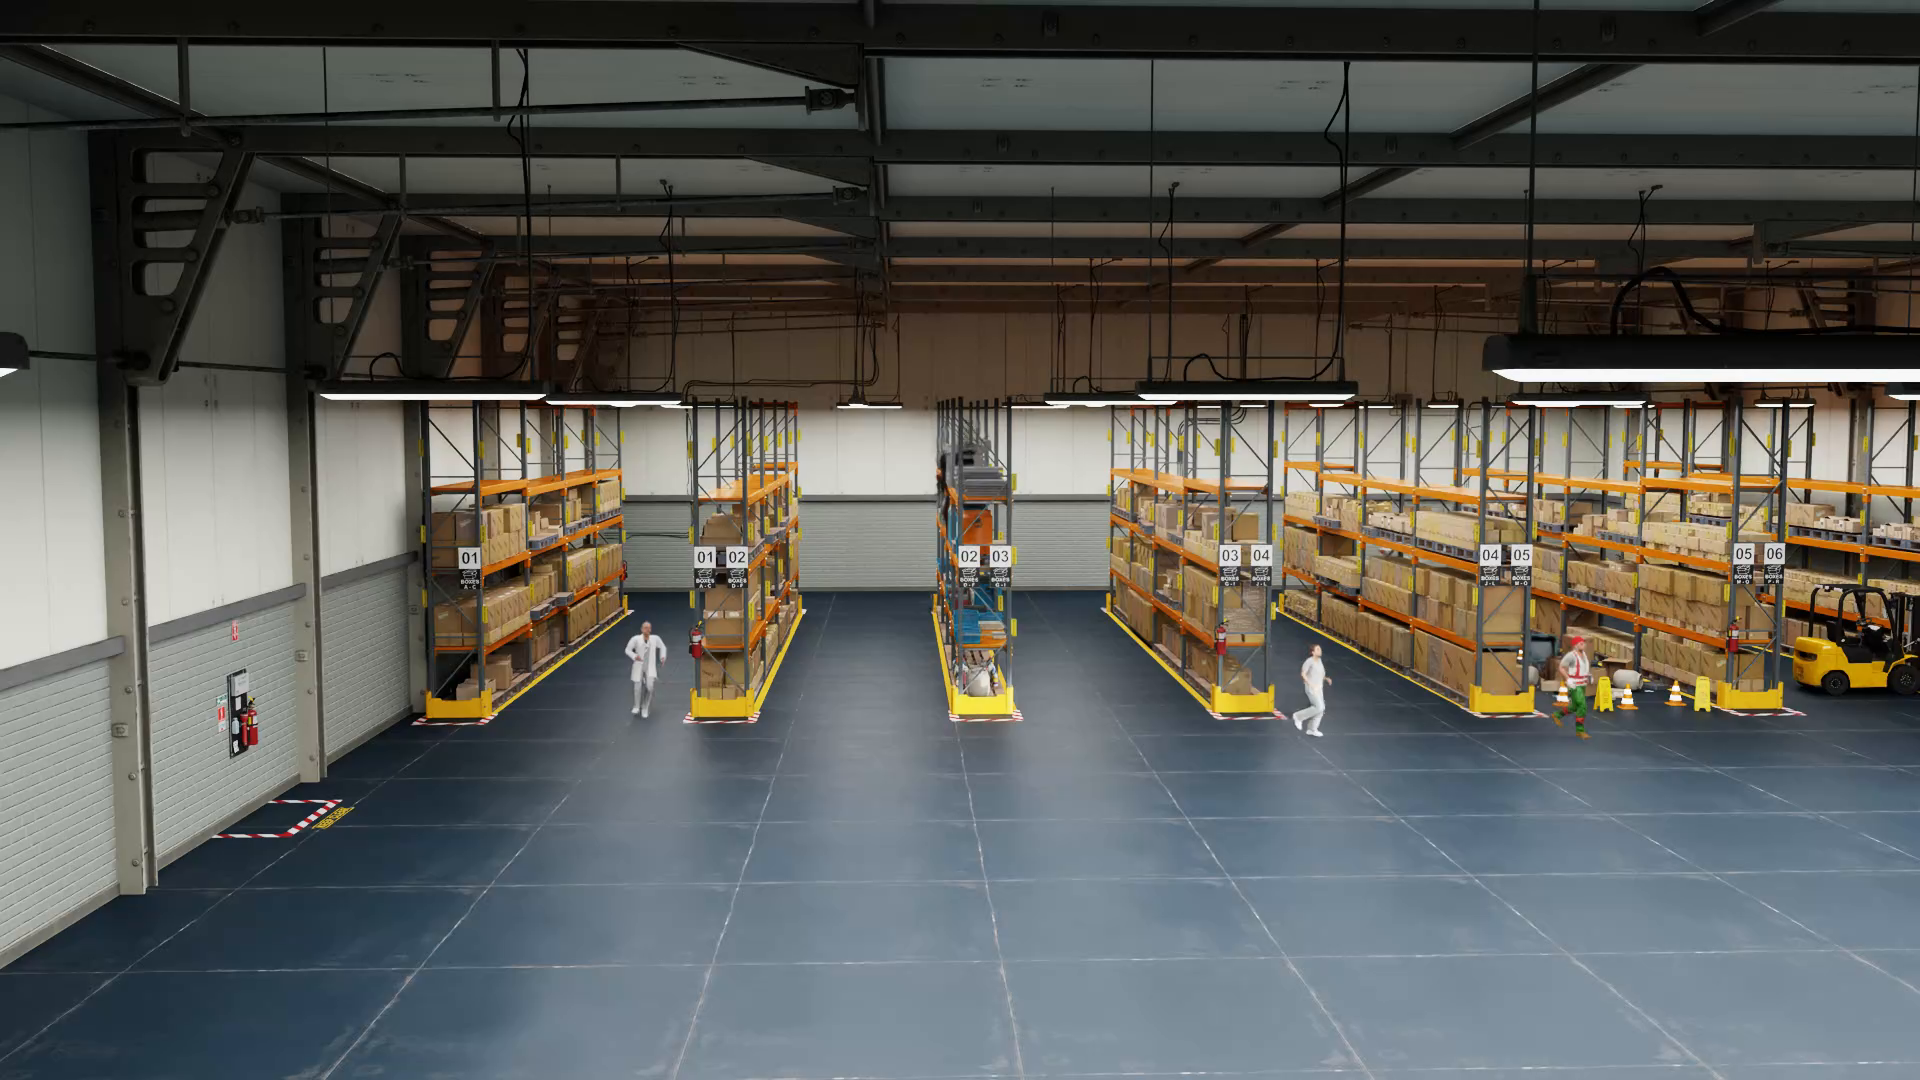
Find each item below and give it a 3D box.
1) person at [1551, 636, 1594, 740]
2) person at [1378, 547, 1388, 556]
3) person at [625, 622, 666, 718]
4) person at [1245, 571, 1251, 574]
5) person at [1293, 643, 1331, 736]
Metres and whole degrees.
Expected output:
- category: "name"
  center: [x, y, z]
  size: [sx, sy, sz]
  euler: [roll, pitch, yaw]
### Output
- category: "person"
  center: [10.809, 2.573, 29.341]
  size: [0.653, 1.801, 0.826]
  euler: [-3, 6, -37]
- category: "person"
  center: [12.453, 1.040, 49.237]
  size: [0.693, 1.772, 0.634]
  euler: [0, 4, -5]
- category: "person"
  center: [-5.912, 2.448, 31.313]
  size: [0.775, 1.804, 0.636]
  euler: [-1, 5, -15]
- category: "person"
  center: [8.041, 1.357, 45.610]
  size: [0.678, 1.712, 0.747]
  euler: [1, 4, 8]
- category: "person"
  center: [6.253, 2.641, 29.460]
  size: [0.605, 1.639, 0.543]
  euler: [4, 6, 39]
